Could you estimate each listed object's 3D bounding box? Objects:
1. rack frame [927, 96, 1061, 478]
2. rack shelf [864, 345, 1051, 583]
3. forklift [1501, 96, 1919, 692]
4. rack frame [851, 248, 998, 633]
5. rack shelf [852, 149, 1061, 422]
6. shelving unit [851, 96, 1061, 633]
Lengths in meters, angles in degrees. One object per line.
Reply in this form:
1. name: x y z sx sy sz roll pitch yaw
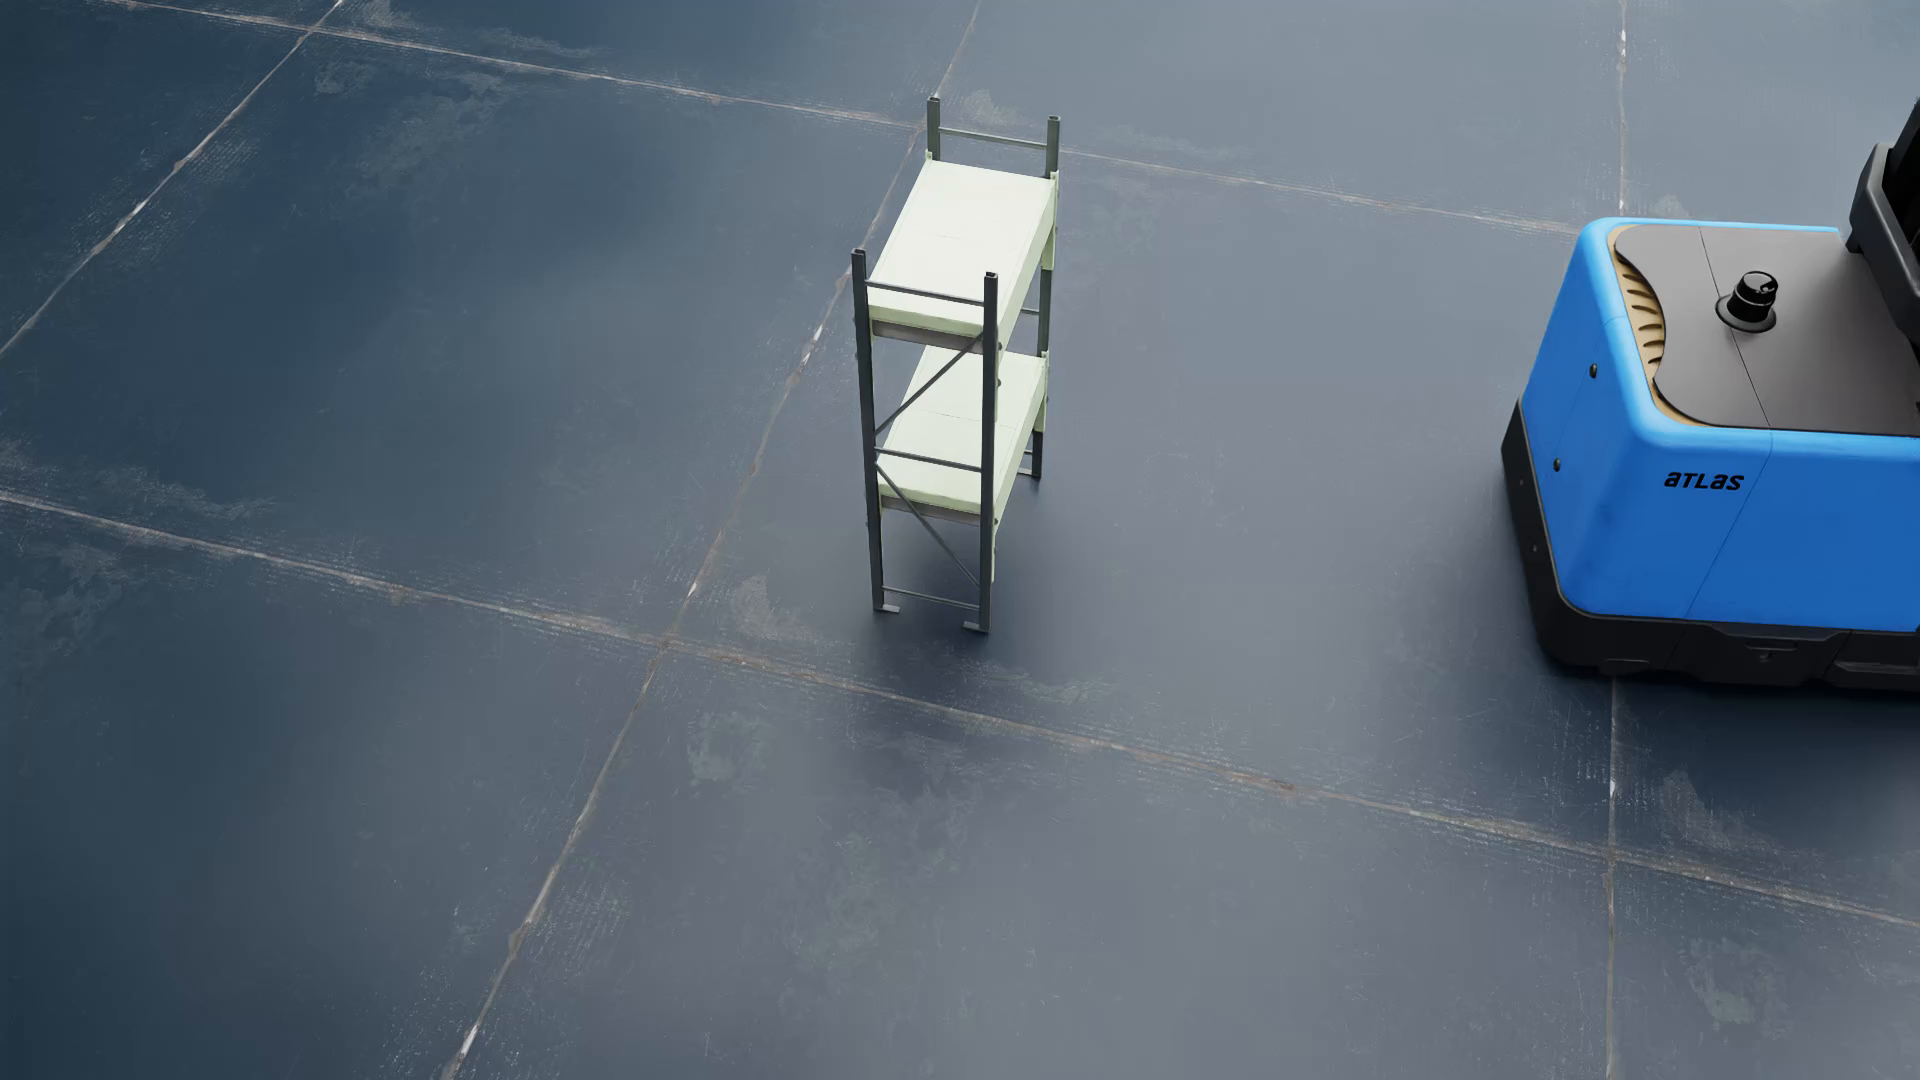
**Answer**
1. rack frame: 0.098 -0.766 5.426 0.400 1.500 0.023 12 50 10
2. rack shelf: 0.002 -0.285 5.436 0.431 0.370 0.720 12 50 10
3. forklift: 3.409 -0.838 4.535 3.031 2.935 1.130 3 49 3
4. rack frame: -0.095 -0.236 4.958 0.400 1.500 0.023 12 50 10
5. rack shelf: 0.002 -0.759 4.899 0.431 0.370 0.720 12 50 10
6. shelving unit: 0.002 -0.501 5.192 0.431 1.500 0.755 12 50 10
